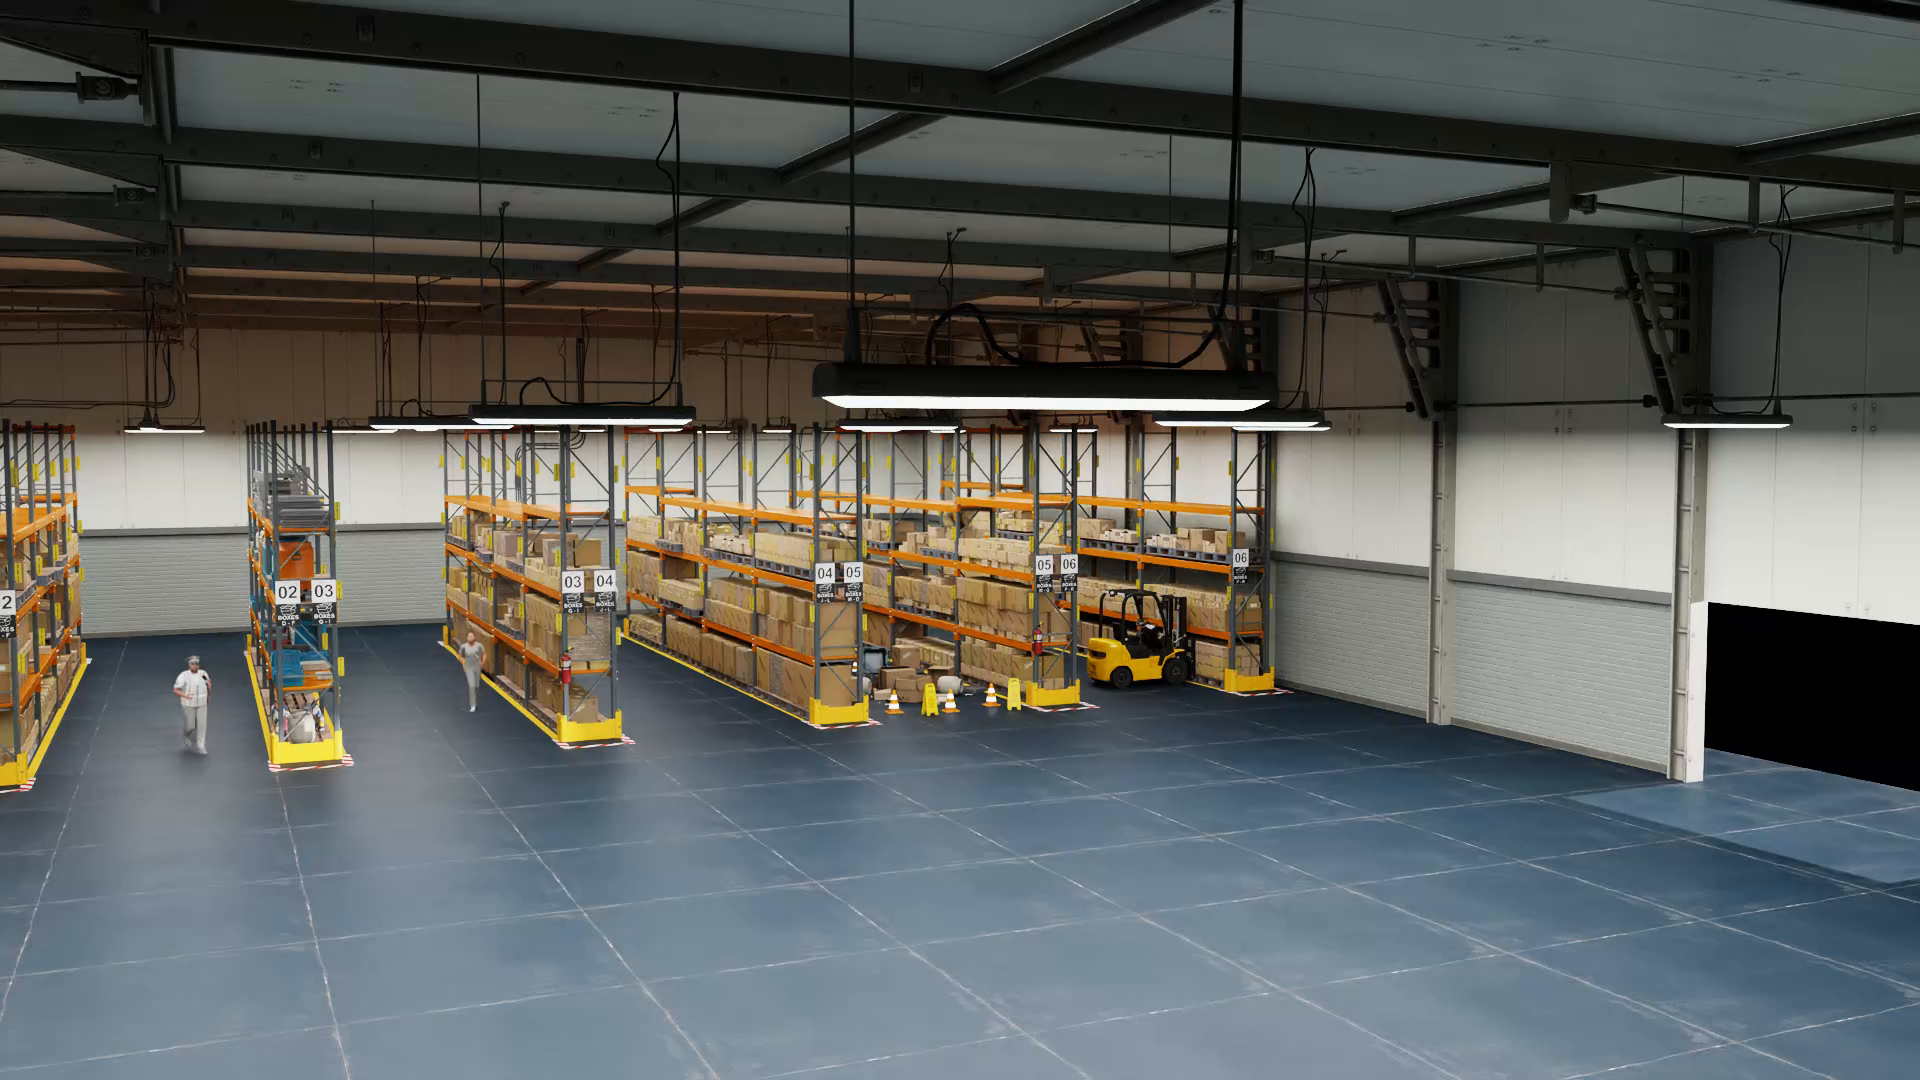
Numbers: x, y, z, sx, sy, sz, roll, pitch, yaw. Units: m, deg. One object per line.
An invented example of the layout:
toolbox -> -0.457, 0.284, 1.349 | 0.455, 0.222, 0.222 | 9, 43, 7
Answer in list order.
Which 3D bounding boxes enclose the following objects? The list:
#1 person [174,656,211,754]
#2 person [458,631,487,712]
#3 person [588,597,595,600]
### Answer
person -> -13.799, 2.950, 29.976 | 0.673, 1.754, 0.900 | -3, 5, -40
person -> -10.206, 2.721, 34.824 | 0.566, 1.675, 0.784 | -1, 4, -22
person -> -10.583, 1.903, 48.041 | 0.623, 1.651, 0.827 | 3, 4, 35
